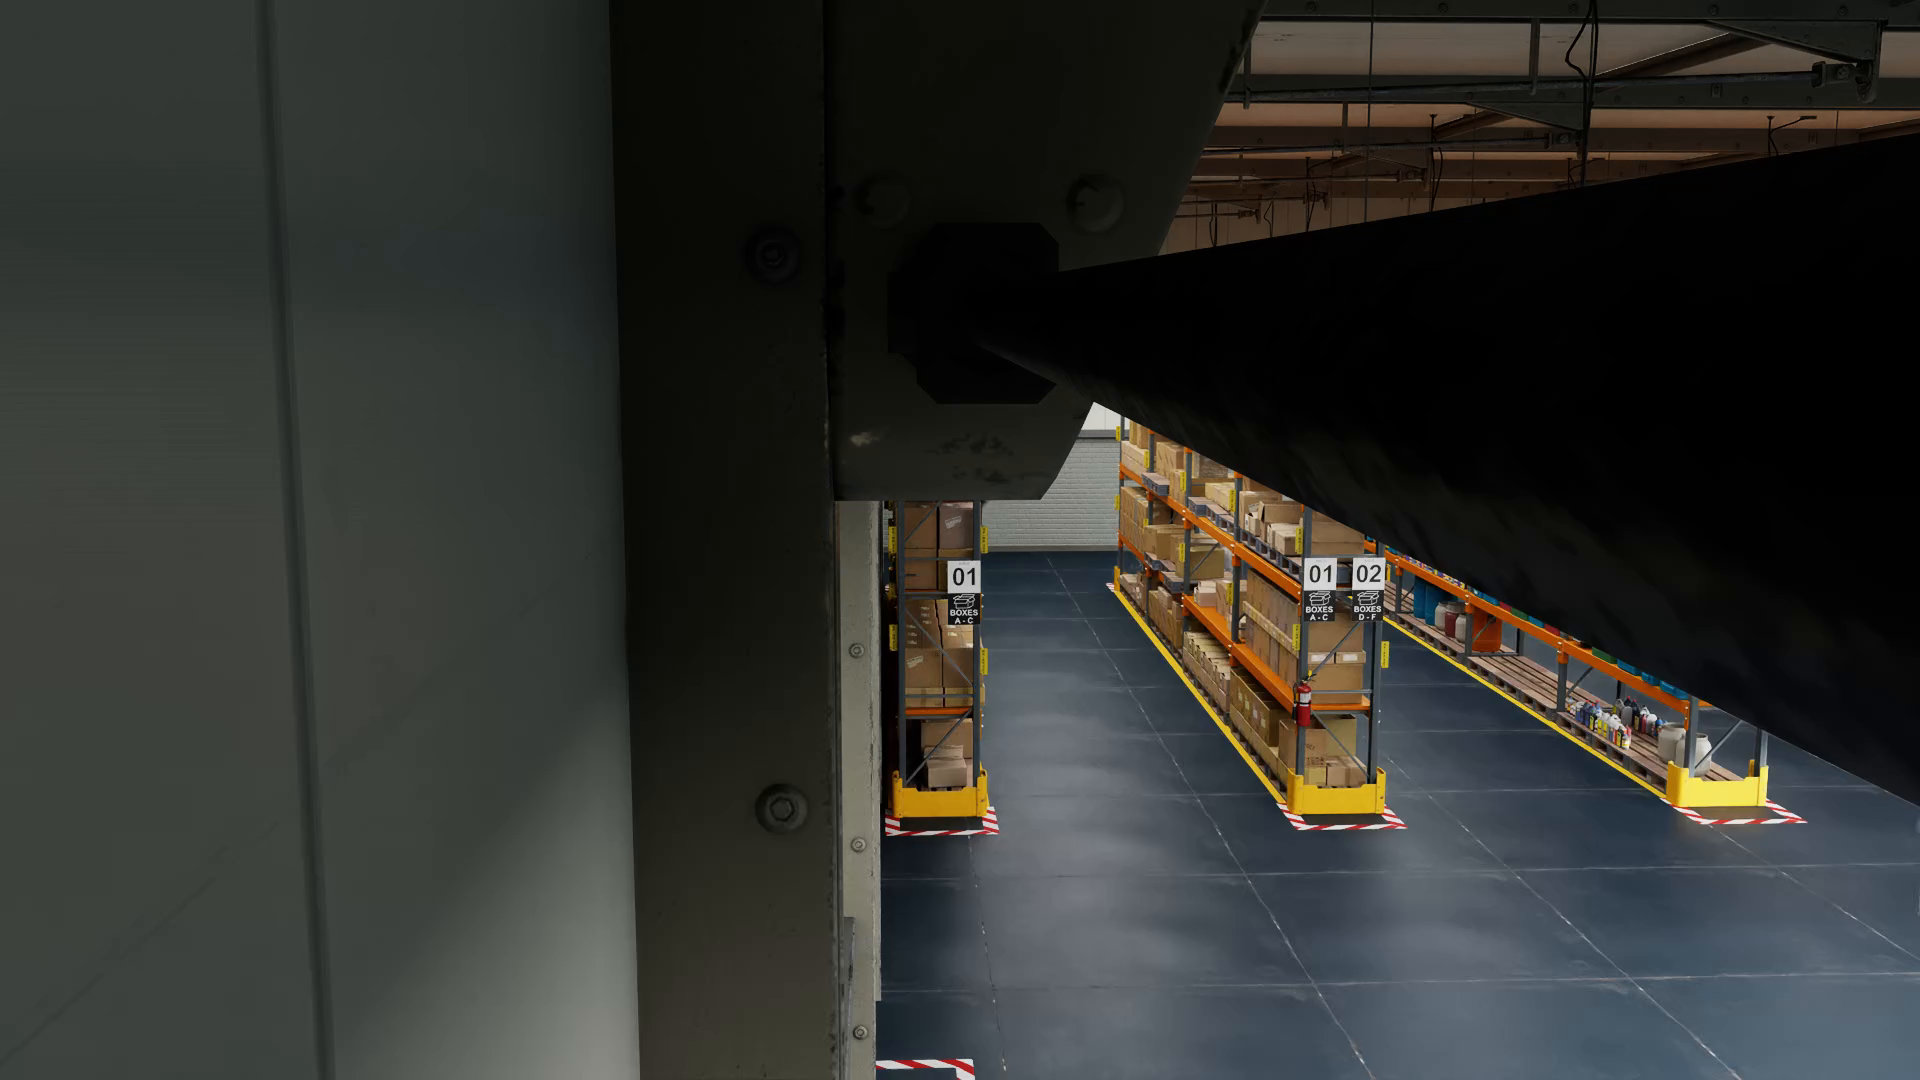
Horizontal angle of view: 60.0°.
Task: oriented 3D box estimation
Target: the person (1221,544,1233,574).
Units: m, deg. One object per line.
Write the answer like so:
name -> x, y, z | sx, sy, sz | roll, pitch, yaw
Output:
person -> 5.895, 0.314, 35.824 | 0.663, 1.741, 0.617 | -4, 9, -25
